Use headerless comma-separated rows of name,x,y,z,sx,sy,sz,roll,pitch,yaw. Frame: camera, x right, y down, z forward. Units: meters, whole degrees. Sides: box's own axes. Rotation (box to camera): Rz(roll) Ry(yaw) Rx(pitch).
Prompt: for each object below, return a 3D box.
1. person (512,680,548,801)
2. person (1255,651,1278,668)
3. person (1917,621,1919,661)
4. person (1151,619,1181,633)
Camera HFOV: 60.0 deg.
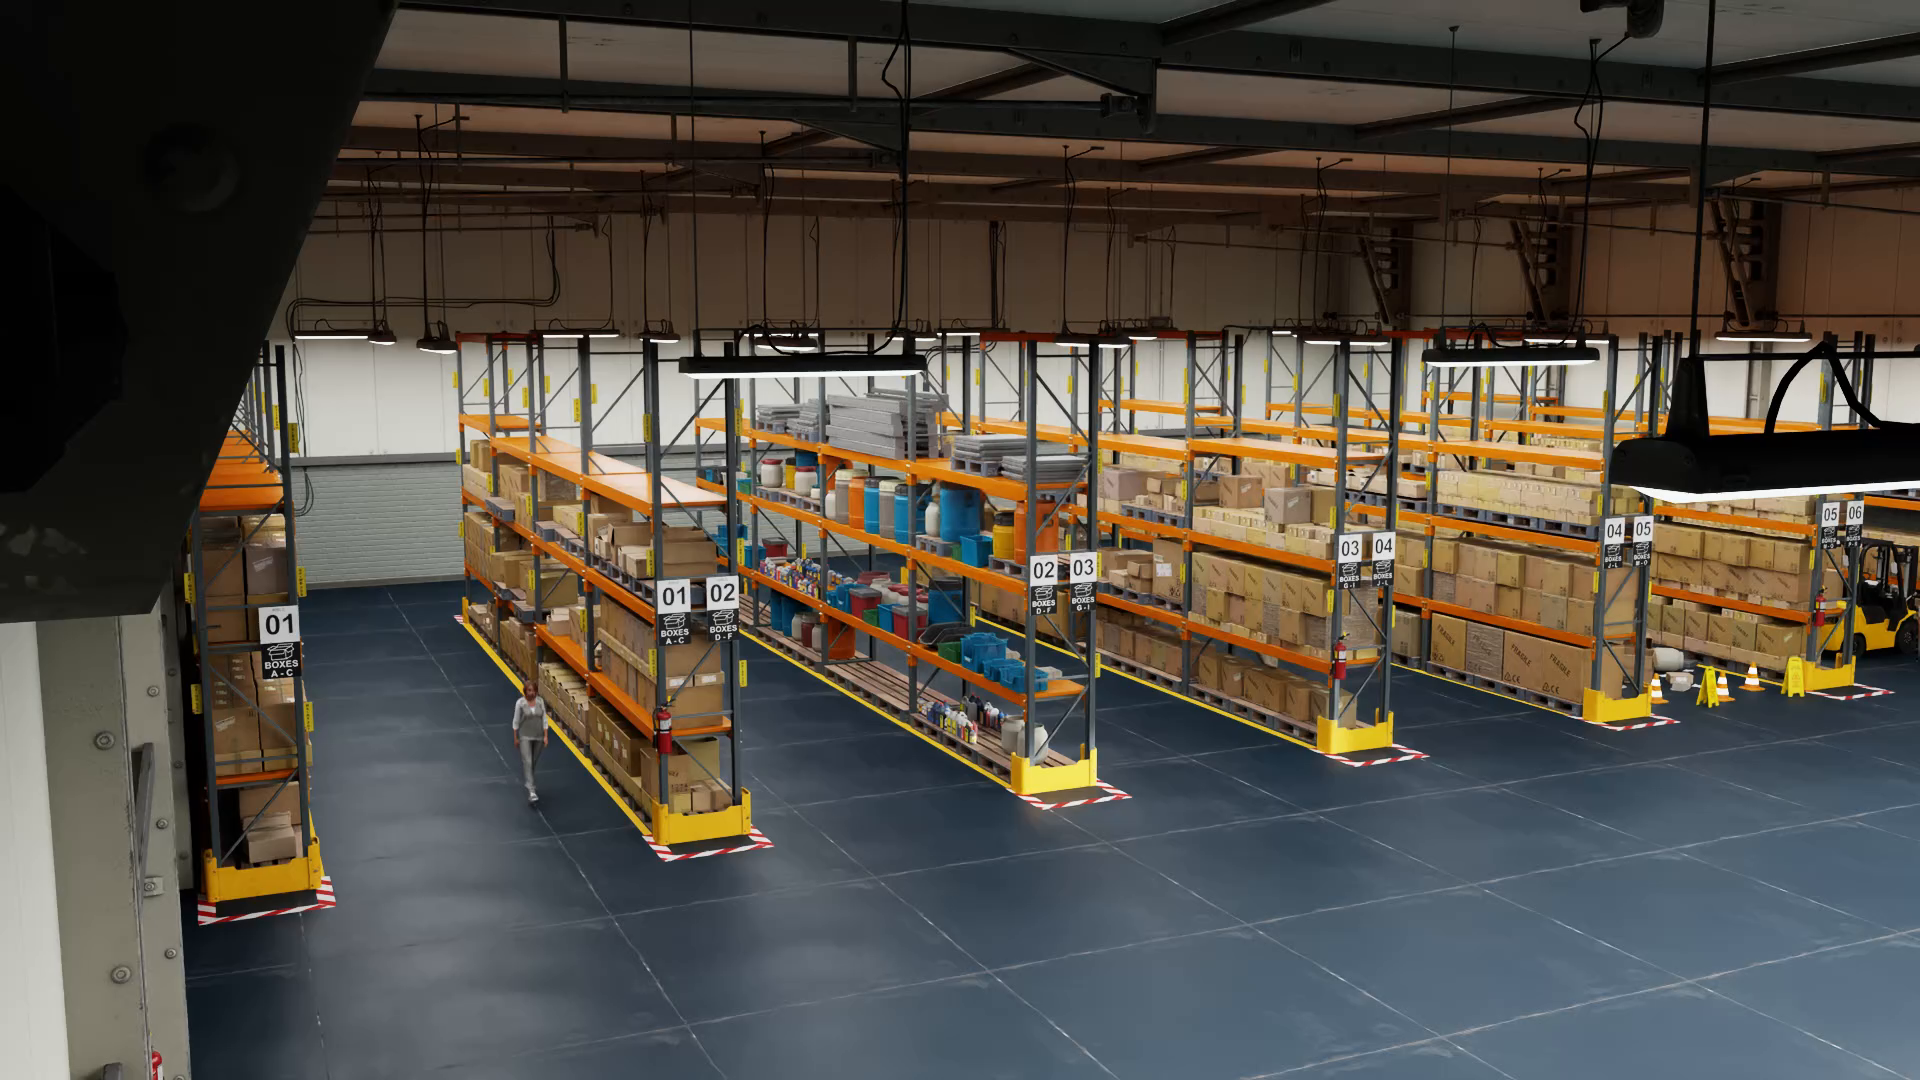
person,-5.607,2.611,21.829,0.434,1.546,0.967,-6,10,-36
person,5.465,1.545,29.362,0.405,1.769,0.575,7,10,42
person,16.857,1.615,28.808,0.450,1.655,0.780,5,9,35
person,4.150,1.088,32.933,0.532,1.612,1.082,-4,9,-27
